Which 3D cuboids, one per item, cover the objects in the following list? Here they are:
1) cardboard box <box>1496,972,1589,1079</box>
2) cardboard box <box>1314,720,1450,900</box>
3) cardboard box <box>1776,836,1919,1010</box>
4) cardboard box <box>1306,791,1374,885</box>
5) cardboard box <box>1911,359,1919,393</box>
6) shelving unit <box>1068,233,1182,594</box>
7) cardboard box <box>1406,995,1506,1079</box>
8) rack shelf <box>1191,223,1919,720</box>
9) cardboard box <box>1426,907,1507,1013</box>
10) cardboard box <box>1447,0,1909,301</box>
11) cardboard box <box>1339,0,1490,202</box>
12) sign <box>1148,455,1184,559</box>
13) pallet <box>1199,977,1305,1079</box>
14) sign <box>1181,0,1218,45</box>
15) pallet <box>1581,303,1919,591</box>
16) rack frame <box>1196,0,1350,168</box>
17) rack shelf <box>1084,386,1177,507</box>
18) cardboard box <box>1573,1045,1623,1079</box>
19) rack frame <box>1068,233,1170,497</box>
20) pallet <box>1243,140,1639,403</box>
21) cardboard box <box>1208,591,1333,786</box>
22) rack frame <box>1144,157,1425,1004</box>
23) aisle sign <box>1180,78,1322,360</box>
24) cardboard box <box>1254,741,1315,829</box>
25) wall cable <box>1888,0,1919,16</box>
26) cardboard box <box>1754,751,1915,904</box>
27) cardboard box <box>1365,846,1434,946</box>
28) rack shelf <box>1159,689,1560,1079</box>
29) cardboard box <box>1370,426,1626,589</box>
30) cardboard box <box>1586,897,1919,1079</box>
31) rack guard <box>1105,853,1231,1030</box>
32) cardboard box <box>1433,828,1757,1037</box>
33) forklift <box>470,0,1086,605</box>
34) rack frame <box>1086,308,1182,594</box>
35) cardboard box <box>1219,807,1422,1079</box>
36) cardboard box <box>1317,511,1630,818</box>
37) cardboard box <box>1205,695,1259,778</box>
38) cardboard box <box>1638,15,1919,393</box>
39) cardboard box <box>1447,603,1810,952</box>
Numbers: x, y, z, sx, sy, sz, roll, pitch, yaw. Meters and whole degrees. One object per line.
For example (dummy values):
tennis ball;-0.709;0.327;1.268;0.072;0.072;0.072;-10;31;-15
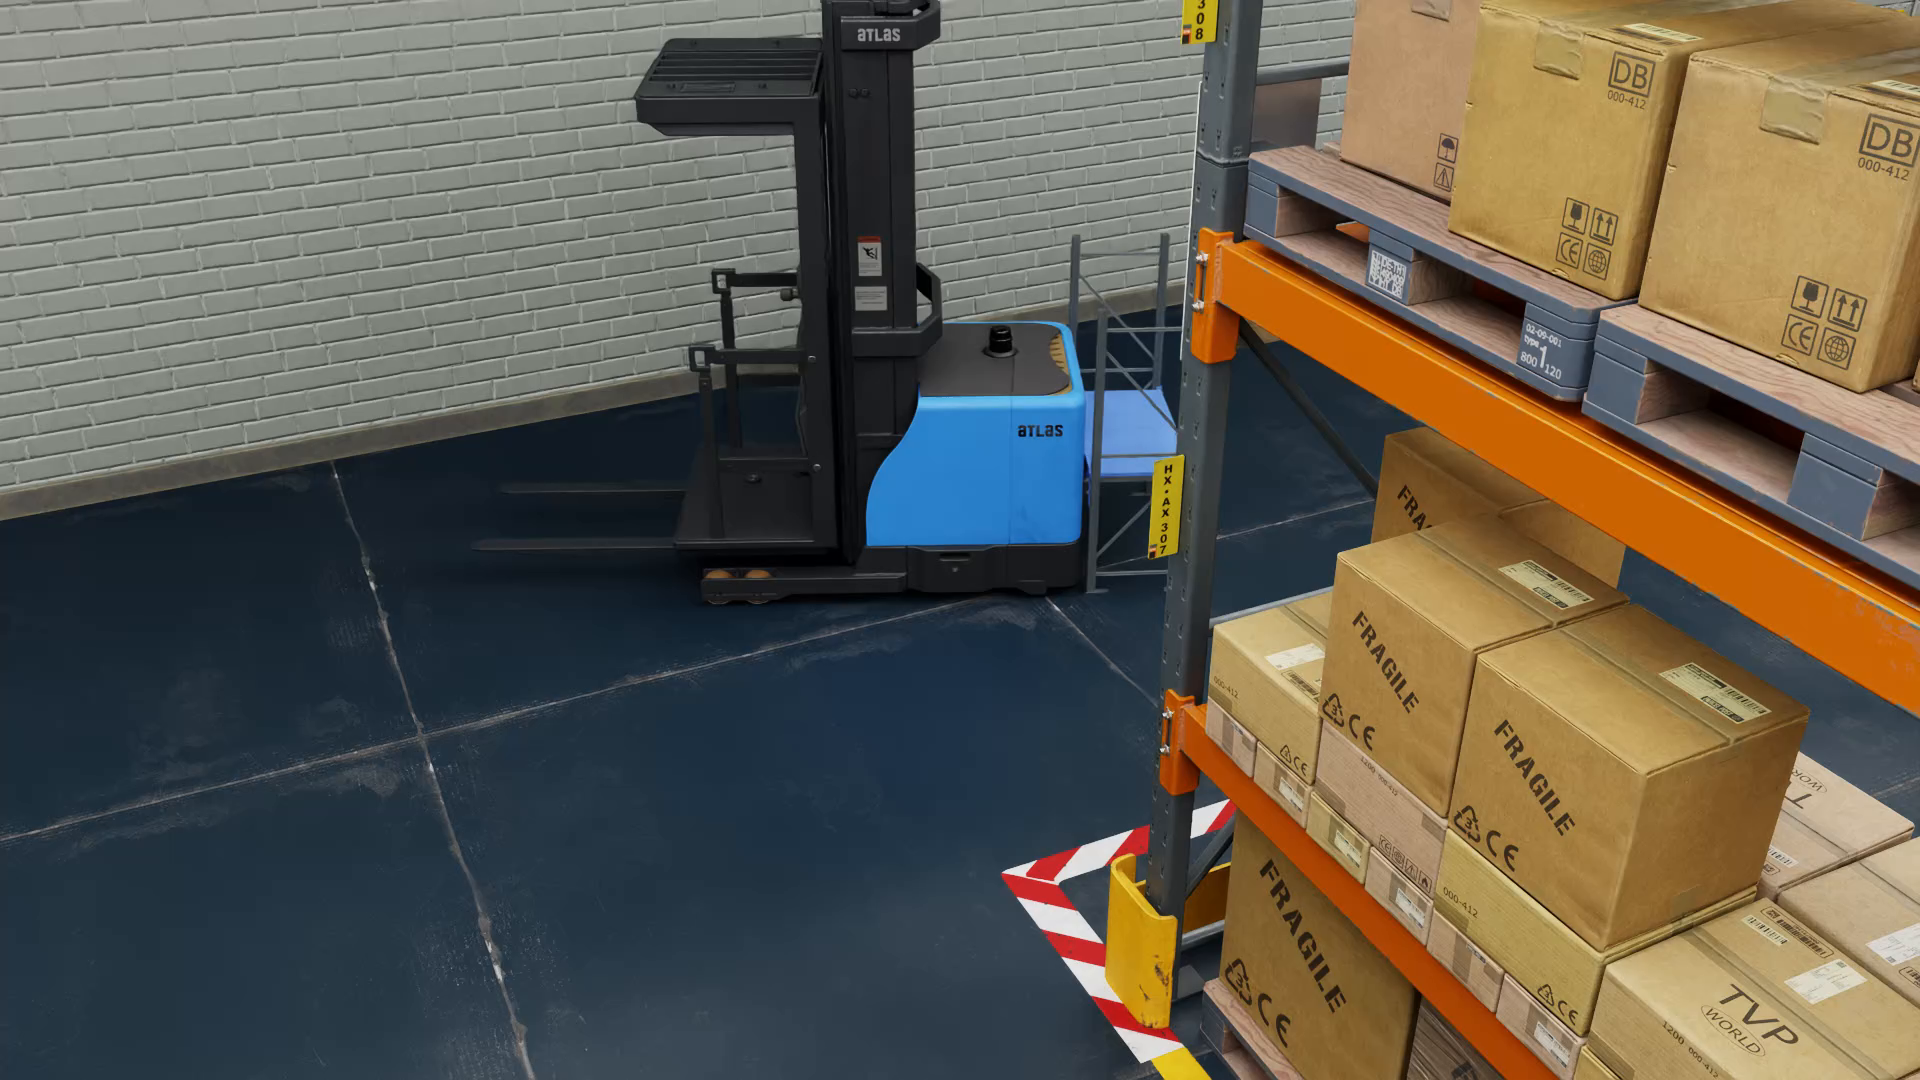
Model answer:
cardboard box;1.518;1.107;3.966;0.380;0.149;0.250;-13;32;-23
cardboard box;1.300;0.636;4.398;0.500;0.250;0.500;-13;32;-23
cardboard box;2.220;0.976;3.792;0.500;0.250;0.500;-13;32;-22
cardboard box;1.185;0.765;4.575;0.380;0.149;0.250;-14;32;-23
cardboard box;2.113;-0.440;2.768;0.700;0.500;0.500;-12;31;-20
shelving unit;0.847;-0.649;8.373;0.538;1.500;1.048;-2;29;-3
cardboard box;1.847;1.615;4.546;0.875;0.875;0.875;-13;32;-22
rack shelf;1.968;0.093;3.187;1.077;0.370;4.000;-13;32;-22
cardboard box;1.406;0.993;4.169;0.380;0.149;0.250;-14;32;-23
cardboard box;1.513;-0.883;3.557;0.700;0.500;0.500;-14;32;-24
cardboard box;1.381;-1.157;4.045;0.700;0.500;0.500;-15;33;-25
sign;0.605;-0.095;4.886;0.100;0.325;0.005;-13;32;-22
pallet;1.523;1.757;5.401;1.003;0.211;1.213;-13;32;-22
sign;0.605;-1.407;4.150;0.100;0.325;0.005;-13;32;-22
pallet;1.965;-0.201;3.065;1.003;0.211;1.213;-13;32;-22
rack frame;1.109;-2.413;3.853;1.000;3.000;0.127;-13;32;-22
rack shelf;0.847;-0.492;8.461;0.538;0.185;1.000;-2;29;-3
cardboard box;1.625;1.219;3.767;0.380;0.149;0.250;-14;32;-23
rack frame;0.817;-0.897;8.816;0.500;1.500;0.032;-2;29;-3
pallet;1.437;-0.740;4.027;1.003;0.211;1.213;-13;32;-22
cardboard box;1.071;0.408;4.805;0.500;0.250;0.500;-14;32;-23
rack frame;1.109;0.204;5.320;1.000;3.000;0.127;-13;32;-22
aisle sign;0.807;-0.899;4.628;0.394;0.787;0.004;-13;32;-22
cardboard box;1.075;0.652;4.777;0.380;0.149;0.250;-14;32;-23
wall cable;7.618;-4.820;13.208;0.585;1.953;0.123;-13;32;-22
cardboard box;1.993;0.747;4.201;0.500;0.250;0.500;-14;32;-24
cardboard box;1.298;0.880;4.370;0.380;0.149;0.250;-14;32;-23
rack shelf;1.968;1.401;3.920;1.077;0.370;4.000;-13;32;-22
cardboard box;1.556;-0.028;4.815;0.500;0.500;0.500;-13;32;-21
cardboard box;1.742;1.088;3.591;0.500;0.250;0.500;-14;32;-23
rack guard;1.099;1.283;5.950;1.175;0.500;0.348;-13;32;-22
cardboard box;1.513;0.859;4.000;0.500;0.250;0.500;-14;32;-24
forklift;-0.918;-1.223;7.934;3.031;2.935;1.130;-1;29;-1
rack frame;0.878;-0.400;7.931;0.500;1.500;0.032;-2;29;-3
cardboard box;1.456;1.213;5.263;0.875;0.875;0.875;-13;32;-22
cardboard box;1.286;0.302;4.227;0.500;0.500;0.500;-14;32;-23
cardboard box;0.963;0.539;4.978;0.380;0.149;0.250;-13;32;-21
cardboard box;1.779;-0.664;3.167;0.700;0.500;0.500;-15;33;-25
cardboard box;1.514;0.529;3.821;0.500;0.500;0.500;-14;32;-23
